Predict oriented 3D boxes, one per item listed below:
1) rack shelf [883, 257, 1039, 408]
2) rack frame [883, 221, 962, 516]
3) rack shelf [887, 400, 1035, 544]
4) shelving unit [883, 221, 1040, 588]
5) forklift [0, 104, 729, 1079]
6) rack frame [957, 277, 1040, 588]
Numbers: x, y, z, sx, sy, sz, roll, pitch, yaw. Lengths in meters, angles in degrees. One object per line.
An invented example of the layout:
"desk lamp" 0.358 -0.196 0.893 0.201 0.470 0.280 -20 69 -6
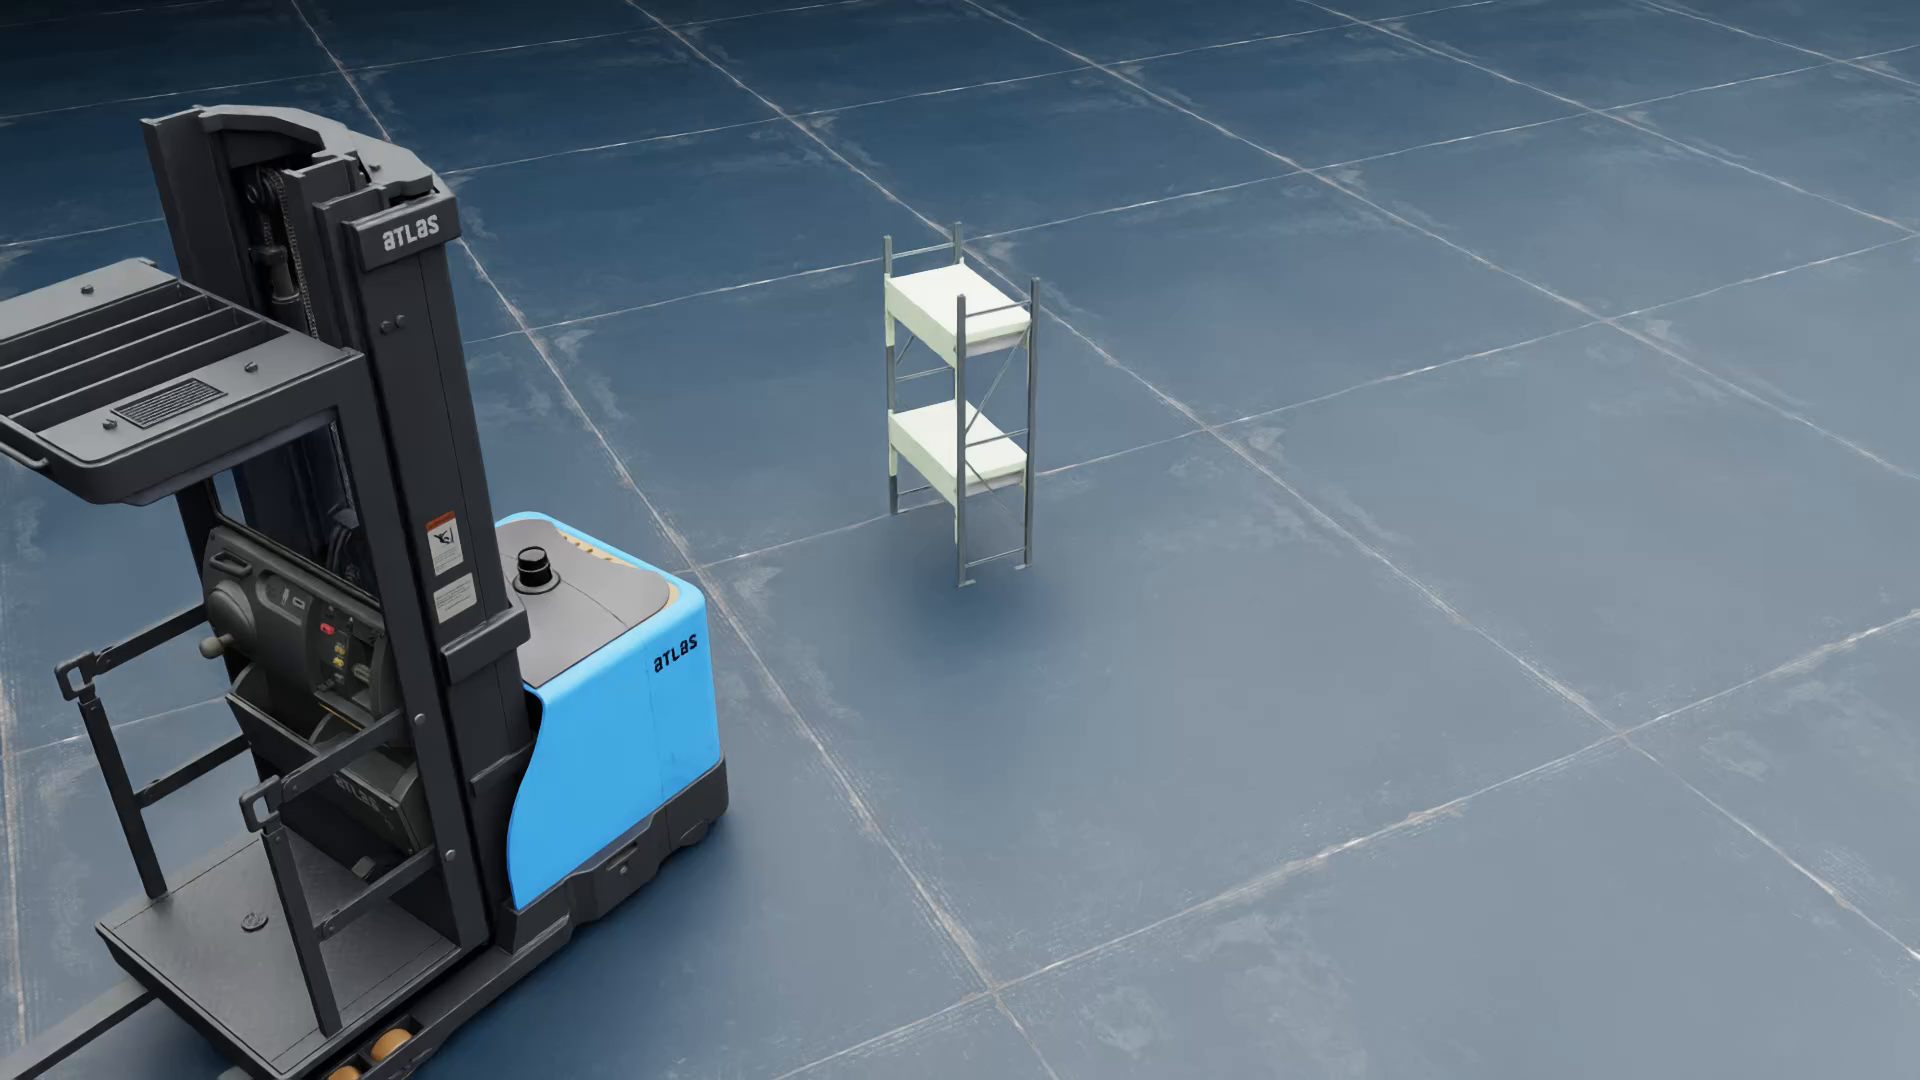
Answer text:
"rack shelf" -0.003 -0.963 7.640 0.431 0.370 0.720 -16 36 -23
"rack frame" -0.174 -0.809 8.123 0.400 1.500 0.023 -16 36 -23
"rack shelf" -0.003 -0.360 8.026 0.431 0.370 0.720 -16 36 -23
"shelving unit" -0.003 -0.635 7.850 0.431 1.500 0.755 -16 36 -23
"forklift" -2.195 0.326 5.024 1.130 2.935 3.031 22 39 31
"rack frame" 0.168 -0.460 7.578 0.400 1.500 0.023 -16 36 -23
